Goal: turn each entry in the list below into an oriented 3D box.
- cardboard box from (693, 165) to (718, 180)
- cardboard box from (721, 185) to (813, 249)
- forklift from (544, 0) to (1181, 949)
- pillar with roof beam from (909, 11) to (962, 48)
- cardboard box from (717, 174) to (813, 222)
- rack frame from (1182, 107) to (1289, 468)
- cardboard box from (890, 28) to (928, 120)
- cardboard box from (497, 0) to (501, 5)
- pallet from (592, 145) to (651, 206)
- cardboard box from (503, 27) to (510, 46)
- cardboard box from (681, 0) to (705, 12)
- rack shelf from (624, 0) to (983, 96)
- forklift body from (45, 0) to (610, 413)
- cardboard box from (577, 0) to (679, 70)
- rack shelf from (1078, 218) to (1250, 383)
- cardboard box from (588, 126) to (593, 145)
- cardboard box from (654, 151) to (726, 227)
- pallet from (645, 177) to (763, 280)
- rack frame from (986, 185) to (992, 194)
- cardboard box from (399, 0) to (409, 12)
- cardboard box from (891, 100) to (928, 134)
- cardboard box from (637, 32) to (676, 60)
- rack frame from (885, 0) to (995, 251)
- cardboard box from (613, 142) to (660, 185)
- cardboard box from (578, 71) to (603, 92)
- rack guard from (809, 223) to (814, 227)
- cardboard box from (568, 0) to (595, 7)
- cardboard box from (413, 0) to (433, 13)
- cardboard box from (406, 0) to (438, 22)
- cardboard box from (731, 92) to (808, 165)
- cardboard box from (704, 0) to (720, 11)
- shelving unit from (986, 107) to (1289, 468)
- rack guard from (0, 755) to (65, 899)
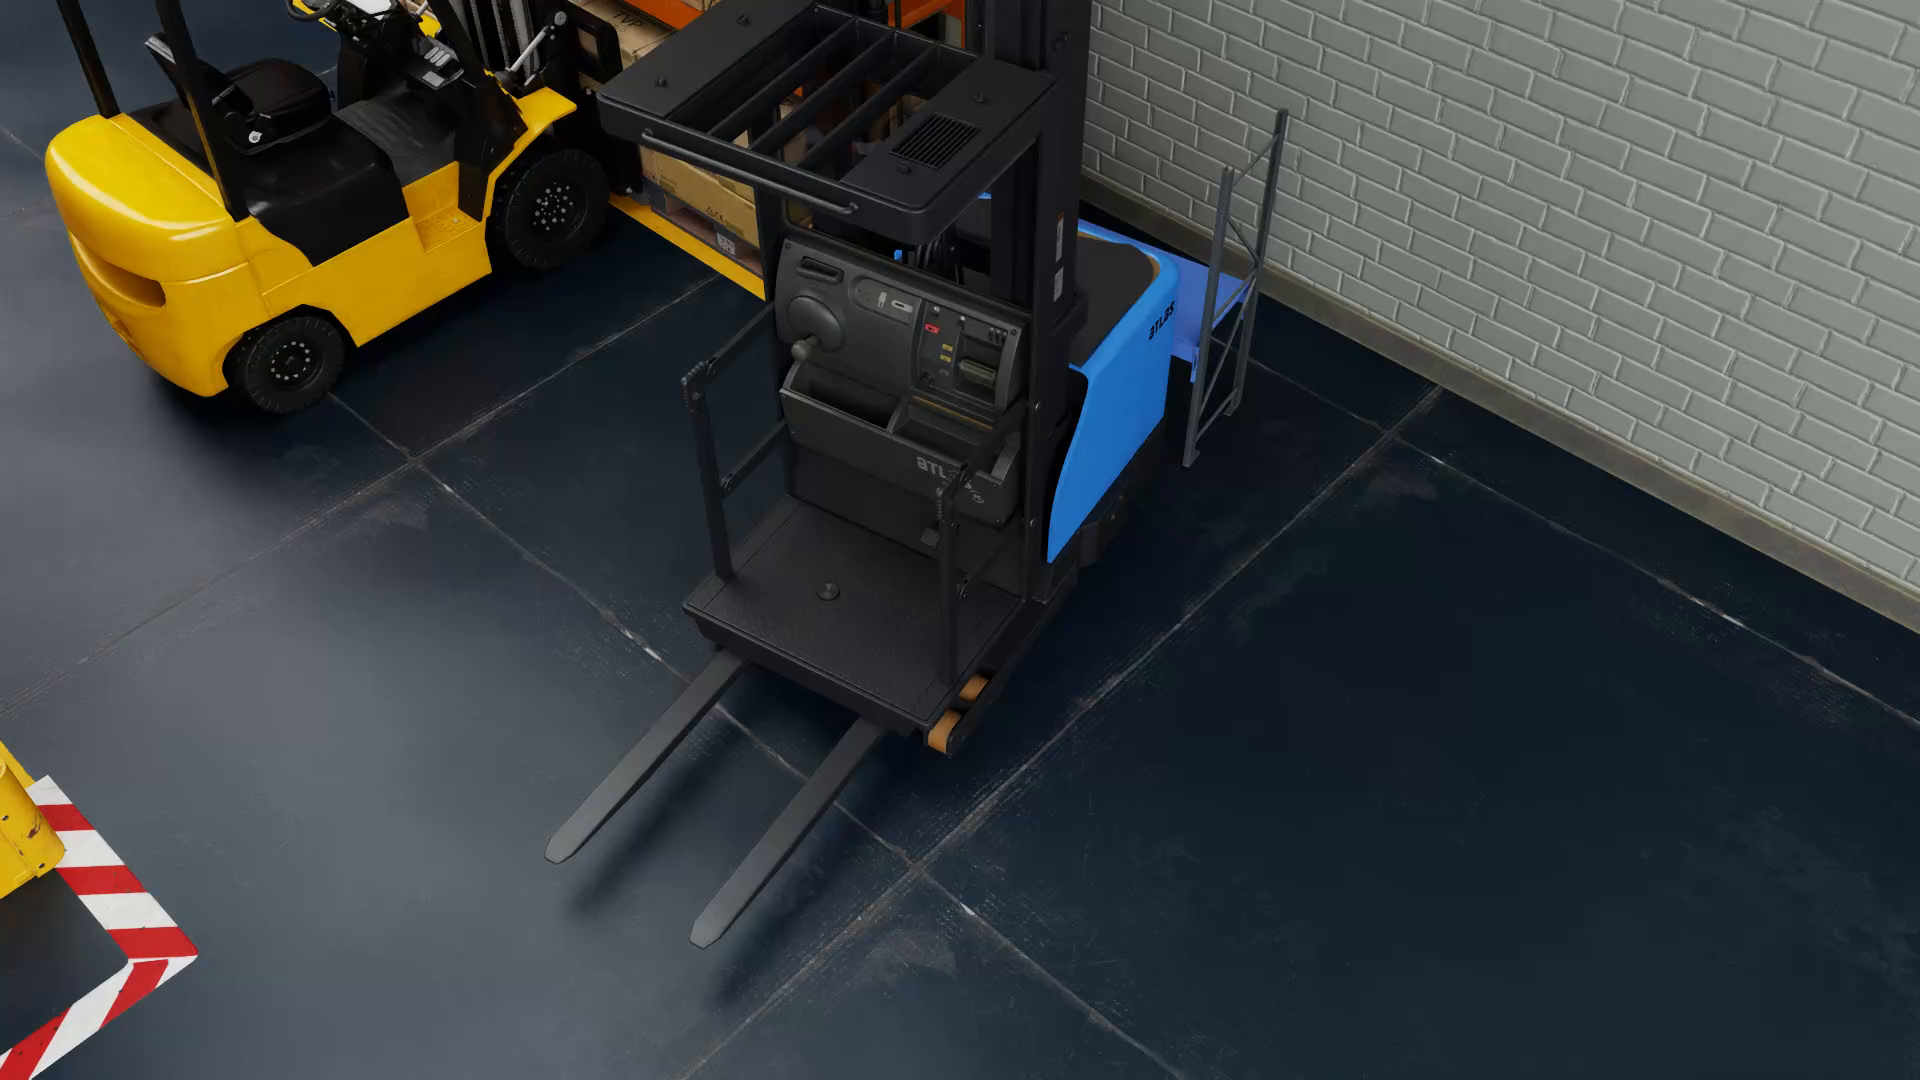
[{"bbox_3d":[-1.144,-2.020,7.953,0.500,0.250,0.500,33,55,27],"label":"cardboard box"},{"bbox_3d":[-0.772,-1.585,7.887,0.500,0.250,0.500,34,56,28],"label":"cardboard box"},{"bbox_3d":[-0.326,-0.611,5.421,1.130,2.935,3.031,24,51,21],"label":"forklift"},{"bbox_3d":[-3.033,-2.894,3.403,0.400,9.000,9.100,34,55,28],"label":"pillar with roof beam"},{"bbox_3d":[-0.782,-1.766,7.715,0.500,0.250,0.500,33,55,27],"label":"cardboard box"},{"bbox_3d":[1.106,-0.982,6.752,0.032,1.500,0.500,26,52,22],"label":"rack frame"},{"bbox_3d":[-0.437,-2.203,7.782,0.500,0.250,0.500,33,55,27],"label":"cardboard box"},{"bbox_3d":[-2.267,-2.937,8.471,0.500,0.250,0.500,36,56,29],"label":"cardboard box"},{"bbox_3d":[-1.695,-2.324,8.896,1.213,0.211,1.003,34,55,28],"label":"pallet"},{"bbox_3d":[-2.273,-2.764,8.651,0.500,0.250,0.500,33,55,27],"label":"cardboard box"},{"bbox_3d":[-1.127,-2.718,7.284,0.500,0.500,0.500,36,56,29],"label":"cardboard box"},{"bbox_3d":[-1.682,-3.062,8.170,4.000,0.370,1.077,34,55,28],"label":"rack shelf"},{"bbox_3d":[-2.843,-1.989,7.251,1.214,2.155,2.313,34,55,28],"label":"forklift body"},{"bbox_3d":[-1.519,-2.418,7.984,0.500,0.250,0.500,35,56,28],"label":"cardboard box"},{"bbox_3d":[0.680,-1.062,7.073,1.000,0.185,0.538,26,52,22],"label":"rack shelf"},{"bbox_3d":[-1.890,-2.333,8.590,0.500,0.250,0.500,36,56,29],"label":"cardboard box"},{"bbox_3d":[-1.131,-1.836,8.123,0.500,0.250,0.500,34,55,28],"label":"cardboard box"},{"bbox_3d":[-0.803,-1.721,8.329,1.213,0.211,1.003,34,55,28],"label":"pallet"},{"bbox_3d":[0.255,-1.388,7.133,0.032,1.500,0.500,26,52,22],"label":"rack frame"},{"bbox_3d":[-3.021,-3.083,9.294,0.500,0.250,0.500,34,56,28],"label":"cardboard box"},{"bbox_3d":[-0.417,-2.037,7.969,0.500,0.250,0.500,35,56,28],"label":"cardboard box"},{"bbox_3d":[-1.142,-2.174,7.755,0.500,0.250,0.500,35,56,28],"label":"cardboard box"},{"bbox_3d":[-0.213,-2.320,6.979,0.127,3.000,1.000,34,55,28],"label":"rack frame"},{"bbox_3d":[-1.493,-2.088,8.360,0.500,0.250,0.500,35,56,28],"label":"cardboard box"},{"bbox_3d":[-1.537,-2.264,8.182,0.500,0.250,0.500,33,55,27],"label":"cardboard box"},{"bbox_3d":[-0.195,-1.452,7.879,0.348,0.500,1.175,34,55,28],"label":"rack guard"},{"bbox_3d":[-1.887,-2.673,8.223,0.500,0.250,0.500,33,55,27],"label":"cardboard box"},{"bbox_3d":[-2.634,-3.019,8.890,0.500,0.250,0.500,34,55,27],"label":"cardboard box"},{"bbox_3d":[-2.637,-2.841,9.066,0.500,0.250,0.500,33,55,27],"label":"cardboard box"},{"bbox_3d":[-0.763,-1.925,7.521,0.500,0.250,0.500,36,56,29],"label":"cardboard box"},{"bbox_3d":[-0.752,-2.456,7.039,0.500,0.500,0.500,33,55,27],"label":"cardboard box"},{"bbox_3d":[0.680,-1.185,6.942,1.048,1.500,0.538,26,52,22],"label":"shelving unit"},{"bbox_3d":[-3.632,1.159,5.427,0.348,0.500,1.175,34,55,28],"label":"rack guard"}]
